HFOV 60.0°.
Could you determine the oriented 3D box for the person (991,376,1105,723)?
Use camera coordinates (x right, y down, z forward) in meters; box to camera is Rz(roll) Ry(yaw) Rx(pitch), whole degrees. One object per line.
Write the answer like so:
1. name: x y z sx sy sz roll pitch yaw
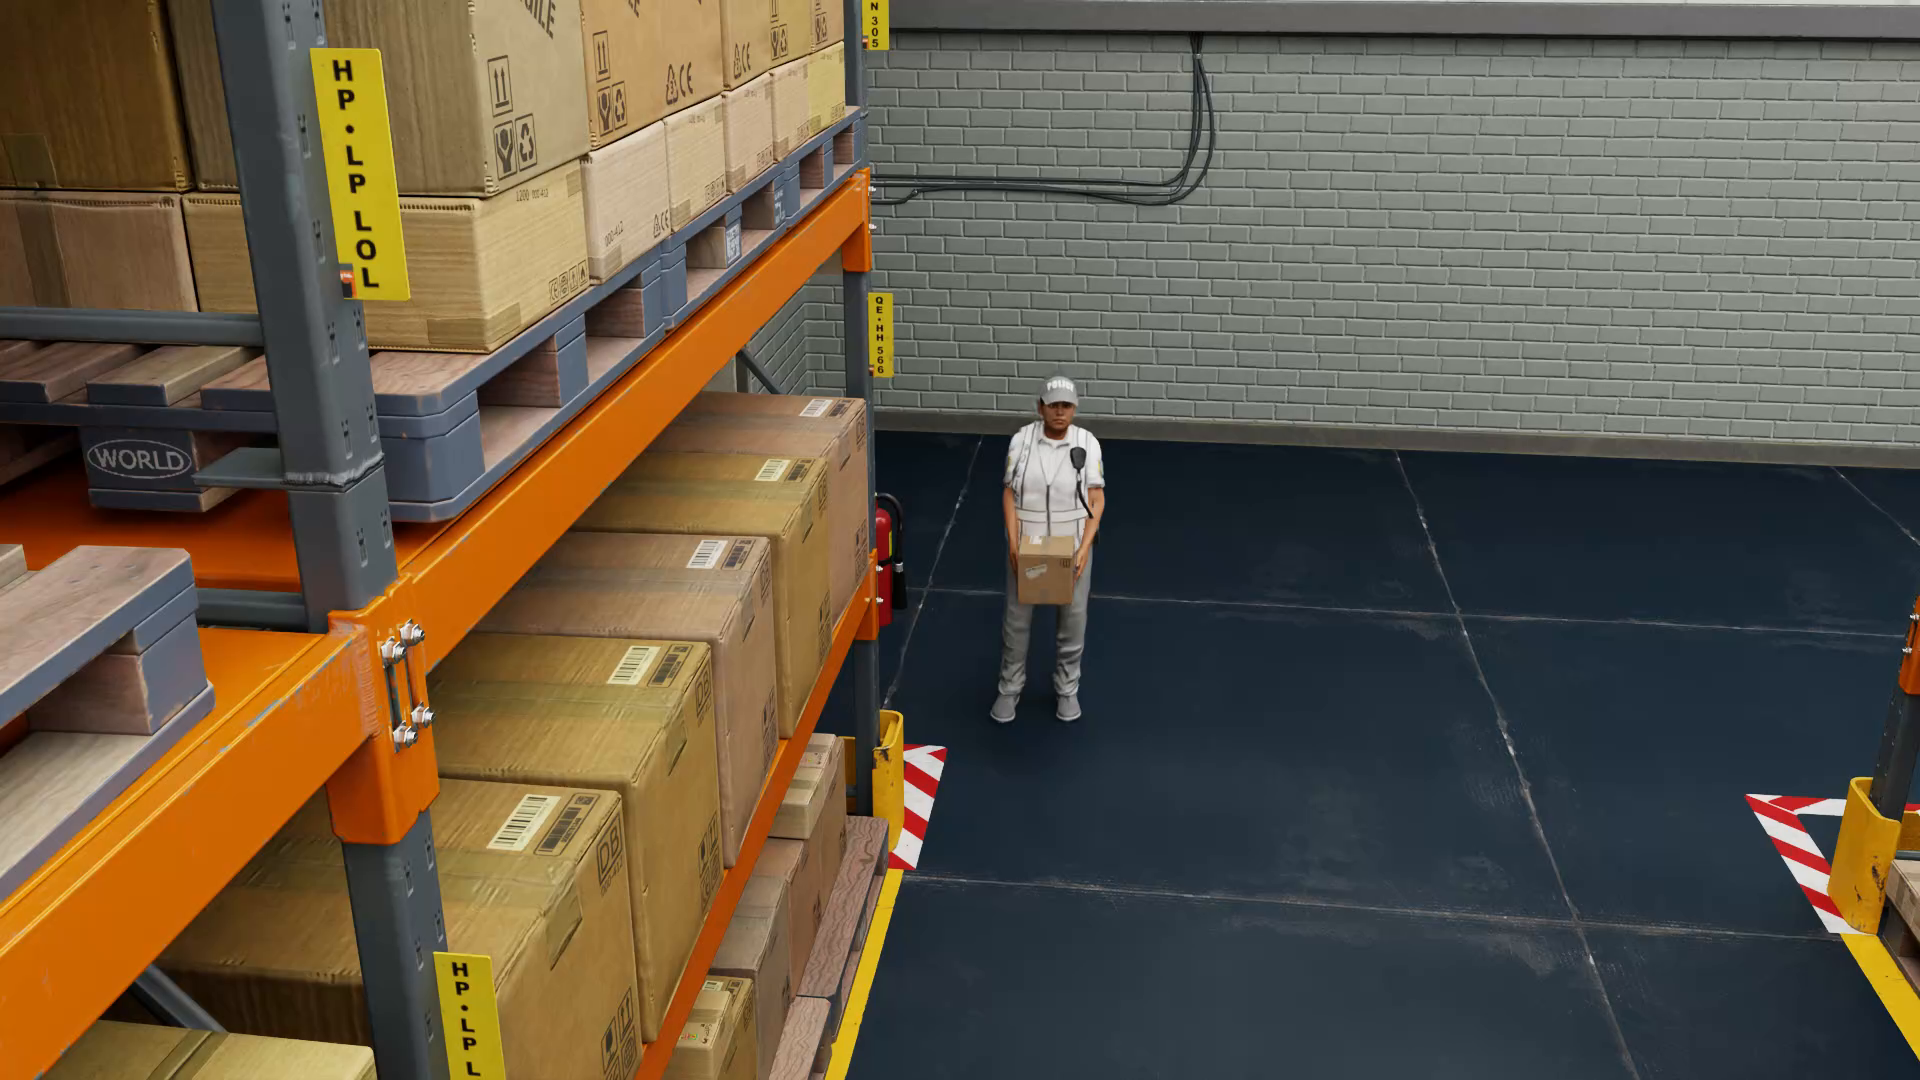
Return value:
1. person: 0.422 0.050 7.944 0.528 1.670 0.466 2 21 4
